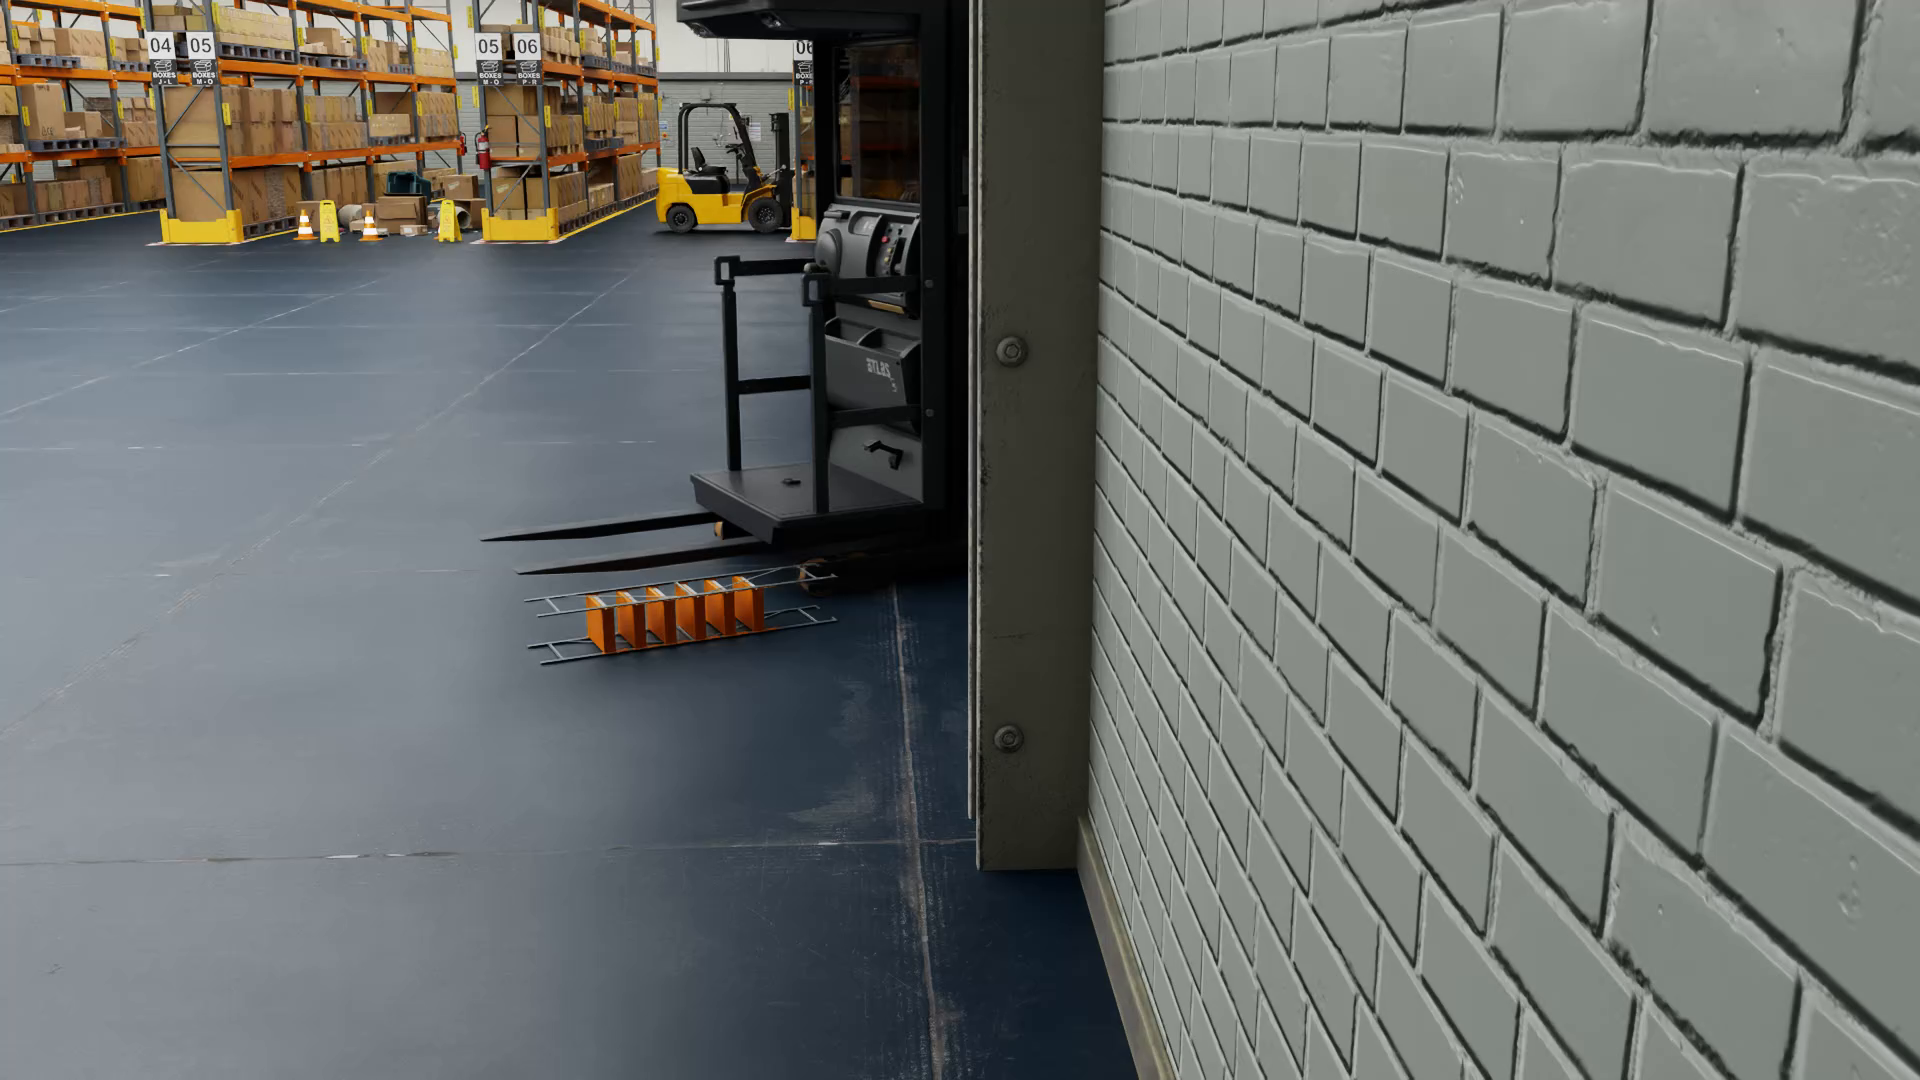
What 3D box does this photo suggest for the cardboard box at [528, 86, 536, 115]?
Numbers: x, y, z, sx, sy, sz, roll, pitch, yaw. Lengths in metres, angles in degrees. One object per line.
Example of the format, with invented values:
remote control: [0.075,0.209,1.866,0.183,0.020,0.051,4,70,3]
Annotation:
cardboard box: [-7.380,-7.235,27.321,0.700,0.500,0.500,-1,14,-3]

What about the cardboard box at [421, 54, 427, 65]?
cardboard box: [-12.601,-11.061,38.274,0.500,0.250,0.500,-1,14,-4]

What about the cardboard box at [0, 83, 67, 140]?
cardboard box: [-17.155,-7.844,30.446,1.000,1.000,1.000,-1,14,-3]

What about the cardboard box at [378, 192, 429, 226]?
cardboard box: [-9.809,-5.795,29.269,0.797,0.637,0.503,-1,14,-3]

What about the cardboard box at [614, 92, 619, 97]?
cardboard box: [-8.095,-10.279,38.447,0.380,0.149,0.250,-1,14,-2]

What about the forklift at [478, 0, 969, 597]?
forklift: [-0.596,-1.326,7.298,3.031,2.935,1.130,-8,16,-28]

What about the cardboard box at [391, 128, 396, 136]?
cardboard box: [-12.479,-8.853,36.078,0.380,0.149,0.250,0,14,-1]

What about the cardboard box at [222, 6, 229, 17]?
cardboard box: [-11.759,-8.326,26.208,0.380,0.149,0.250,-1,14,-3]

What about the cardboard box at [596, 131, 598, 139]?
cardboard box: [-7.162,-7.785,31.925,0.380,0.149,0.250,-1,14,-3]

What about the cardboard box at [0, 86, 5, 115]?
cardboard box: [-16.911,-7.595,28.721,0.500,0.500,0.500,-1,14,-3]

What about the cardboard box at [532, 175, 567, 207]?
cardboard box: [-6.920,-5.884,28.046,0.500,0.500,0.500,-1,14,-6]

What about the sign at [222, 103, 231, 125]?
sign: [-11.487,-6.672,26.040,0.100,0.325,0.005,-1,14,-3]

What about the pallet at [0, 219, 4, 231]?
pallet: [-17.090,-5.329,28.315,1.003,0.211,1.213,-1,14,-3]

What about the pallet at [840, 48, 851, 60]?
pallet: [-2.171,-7.972,27.149,1.003,0.211,1.213,-1,14,-3]

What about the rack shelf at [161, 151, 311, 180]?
rack shelf: [-12.165,-6.356,28.153,1.077,0.370,4.000,-1,14,-3]

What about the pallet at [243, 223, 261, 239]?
pallet: [-12.169,-5.054,27.246,1.003,0.211,1.213,-1,14,-3]

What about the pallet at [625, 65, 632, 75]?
pallet: [-7.744,-10.426,36.891,0.805,0.209,1.217,-1,15,-6]

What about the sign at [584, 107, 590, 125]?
sign: [-6.814,-7.733,30.324,0.100,0.325,0.005,-1,14,-3]

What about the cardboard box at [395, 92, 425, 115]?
cardboard box: [-12.569,-9.984,38.006,0.500,0.500,0.500,-1,14,-2]

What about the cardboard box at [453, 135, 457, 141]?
cardboard box: [-12.730,-9.988,41.329,0.380,0.149,0.250,-1,14,-3]

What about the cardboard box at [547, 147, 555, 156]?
cardboard box: [-6.887,-6.404,27.402,0.380,0.149,0.250,-1,14,-5]

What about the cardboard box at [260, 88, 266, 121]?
cardboard box: [-12.213,-7.302,27.918,0.875,0.550,0.500,-1,14,-3]

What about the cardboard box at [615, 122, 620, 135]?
cardboard box: [-7.388,-8.597,34.719,0.500,0.250,0.500,-1,14,-4]

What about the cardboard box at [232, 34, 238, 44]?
cardboard box: [-11.774,-8.006,26.562,0.380,0.149,0.250,-1,14,-3]

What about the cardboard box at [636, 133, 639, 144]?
cardboard box: [-7.571,-9.113,37.725,0.500,0.250,0.500,-1,14,-5]

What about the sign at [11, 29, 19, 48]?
sign: [-16.705,-8.864,29.399,0.100,0.325,0.005,-1,14,-3]

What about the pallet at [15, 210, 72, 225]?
pallet: [-17.295,-5.993,30.897,1.003,0.211,1.213,-1,14,-3]

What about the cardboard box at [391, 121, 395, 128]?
cardboard box: [-12.478,-8.993,36.025,0.380,0.149,0.250,-1,14,-3]

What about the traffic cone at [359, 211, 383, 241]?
traffic cone: [-9.508,-5.065,26.784,0.336,0.463,0.334,-1,14,-3]

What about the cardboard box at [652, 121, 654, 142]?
cardboard box: [-7.746,-9.967,40.545,0.500,0.500,0.500,0,14,-2]

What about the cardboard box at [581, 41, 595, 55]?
cardboard box: [-6.991,-9.038,30.573,0.500,0.250,0.500,-1,14,-5]

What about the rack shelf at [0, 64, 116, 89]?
rack shelf: [-17.370,-8.752,31.446,1.077,0.370,4.000,-1,14,-3]

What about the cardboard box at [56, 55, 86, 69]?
cardboard box: [-17.147,-9.163,31.899,0.500,0.250,0.500,0,14,-2]

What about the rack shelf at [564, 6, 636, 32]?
rack shelf: [-7.727,-11.159,35.583,1.077,0.370,4.000,-1,14,-3]

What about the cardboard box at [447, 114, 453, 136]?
cardboard box: [-12.721,-10.143,40.630,0.500,0.500,0.500,-1,14,-4]

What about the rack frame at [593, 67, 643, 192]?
rack frame: [-7.850,-9.293,38.124,1.000,3.000,0.127,-1,14,-3]

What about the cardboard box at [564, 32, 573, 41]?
cardboard box: [-6.951,-8.753,28.910,0.380,0.149,0.250,0,14,-2]

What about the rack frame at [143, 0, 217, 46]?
rack frame: [-12.041,-9.112,25.383,1.000,3.000,0.127,-1,14,-3]

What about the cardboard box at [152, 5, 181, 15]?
cardboard box: [-12.401,-8.254,25.929,0.380,0.149,0.250,-1,14,-3]

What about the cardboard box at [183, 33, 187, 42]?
cardboard box: [-12.415,-7.930,26.268,0.380,0.149,0.250,-1,14,-3]

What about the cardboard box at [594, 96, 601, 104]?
cardboard box: [-7.220,-8.606,32.511,0.380,0.149,0.250,-2,15,-6]

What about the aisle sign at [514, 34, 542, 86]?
aisle sign: [-6.794,-7.557,26.160,0.394,0.787,0.004,-1,14,-3]

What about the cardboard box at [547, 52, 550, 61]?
cardboard box: [-6.891,-7.857,27.030,0.380,0.149,0.250,0,14,-2]

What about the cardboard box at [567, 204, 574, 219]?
cardboard box: [-6.951,-5.648,28.632,0.500,0.250,0.500,0,14,0]

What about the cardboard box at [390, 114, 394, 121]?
cardboard box: [-12.485,-9.140,35.998,0.380,0.149,0.250,-2,15,-6]

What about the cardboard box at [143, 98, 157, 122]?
cardboard box: [-17.608,-9.190,35.512,0.797,0.503,0.637,0,14,-2]

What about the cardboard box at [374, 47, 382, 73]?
cardboard box: [-12.345,-9.968,34.528,0.500,0.500,0.500,-1,14,-3]

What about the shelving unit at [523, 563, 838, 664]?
shelving unit: [-1.083,0.279,6.552,1.200,0.189,0.258,-7,16,-26]

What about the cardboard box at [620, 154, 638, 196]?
cardboard box: [-7.668,-8.090,36.870,0.875,0.875,0.875,0,14,-2]

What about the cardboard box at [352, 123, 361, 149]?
cardboard box: [-12.211,-8.013,32.949,0.500,0.500,0.500,-1,14,-3]
